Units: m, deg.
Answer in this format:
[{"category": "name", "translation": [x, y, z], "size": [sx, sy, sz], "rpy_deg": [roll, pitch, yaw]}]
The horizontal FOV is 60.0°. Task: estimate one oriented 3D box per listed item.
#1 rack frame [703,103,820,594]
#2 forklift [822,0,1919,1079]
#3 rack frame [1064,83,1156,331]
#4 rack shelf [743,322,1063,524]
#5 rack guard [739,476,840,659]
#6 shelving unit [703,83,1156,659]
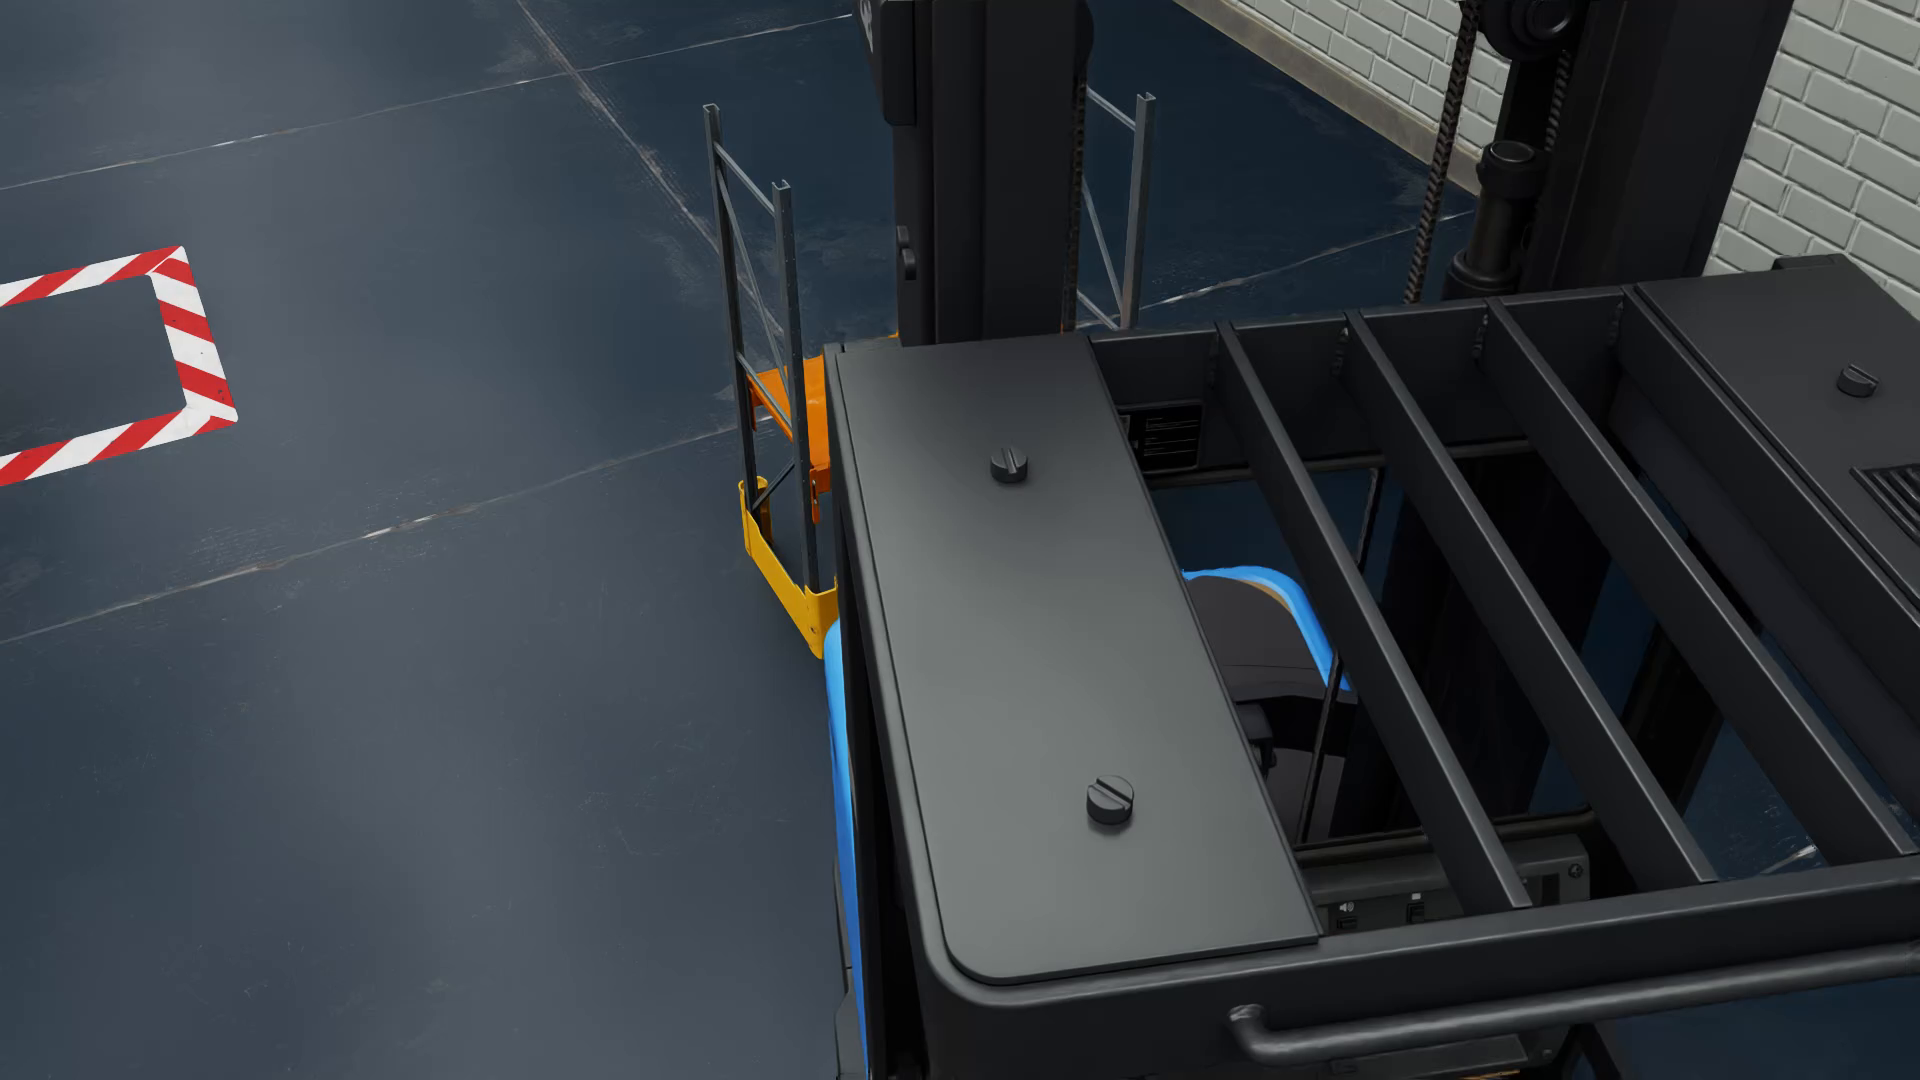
[{"category": "rack frame", "translation": [-0.527, -0.395, 4.556], "size": [0.032, 1.500, 0.500], "rpy_deg": [-19, 44, -21]}, {"category": "forklift", "translation": [0.449, 0.731, 2.118], "size": [1.130, 2.935, 3.031], "rpy_deg": [-6, 41, -7]}, {"category": "rack frame", "translation": [0.375, -0.699, 4.915], "size": [0.032, 1.500, 0.500], "rpy_deg": [-19, 44, -21]}, {"category": "rack shelf", "translation": [-0.076, -0.410, 4.852], "size": [1.000, 0.185, 0.538], "rpy_deg": [-19, 44, -21]}, {"category": "rack guard", "translation": [-0.509, 0.076, 4.967], "size": [0.087, 0.250, 0.587], "rpy_deg": [-19, 44, -21]}, {"category": "shelving unit", "translation": [-0.068, -0.550, 4.739], "size": [1.083, 1.500, 0.587], "rpy_deg": [-19, 44, -21]}]
